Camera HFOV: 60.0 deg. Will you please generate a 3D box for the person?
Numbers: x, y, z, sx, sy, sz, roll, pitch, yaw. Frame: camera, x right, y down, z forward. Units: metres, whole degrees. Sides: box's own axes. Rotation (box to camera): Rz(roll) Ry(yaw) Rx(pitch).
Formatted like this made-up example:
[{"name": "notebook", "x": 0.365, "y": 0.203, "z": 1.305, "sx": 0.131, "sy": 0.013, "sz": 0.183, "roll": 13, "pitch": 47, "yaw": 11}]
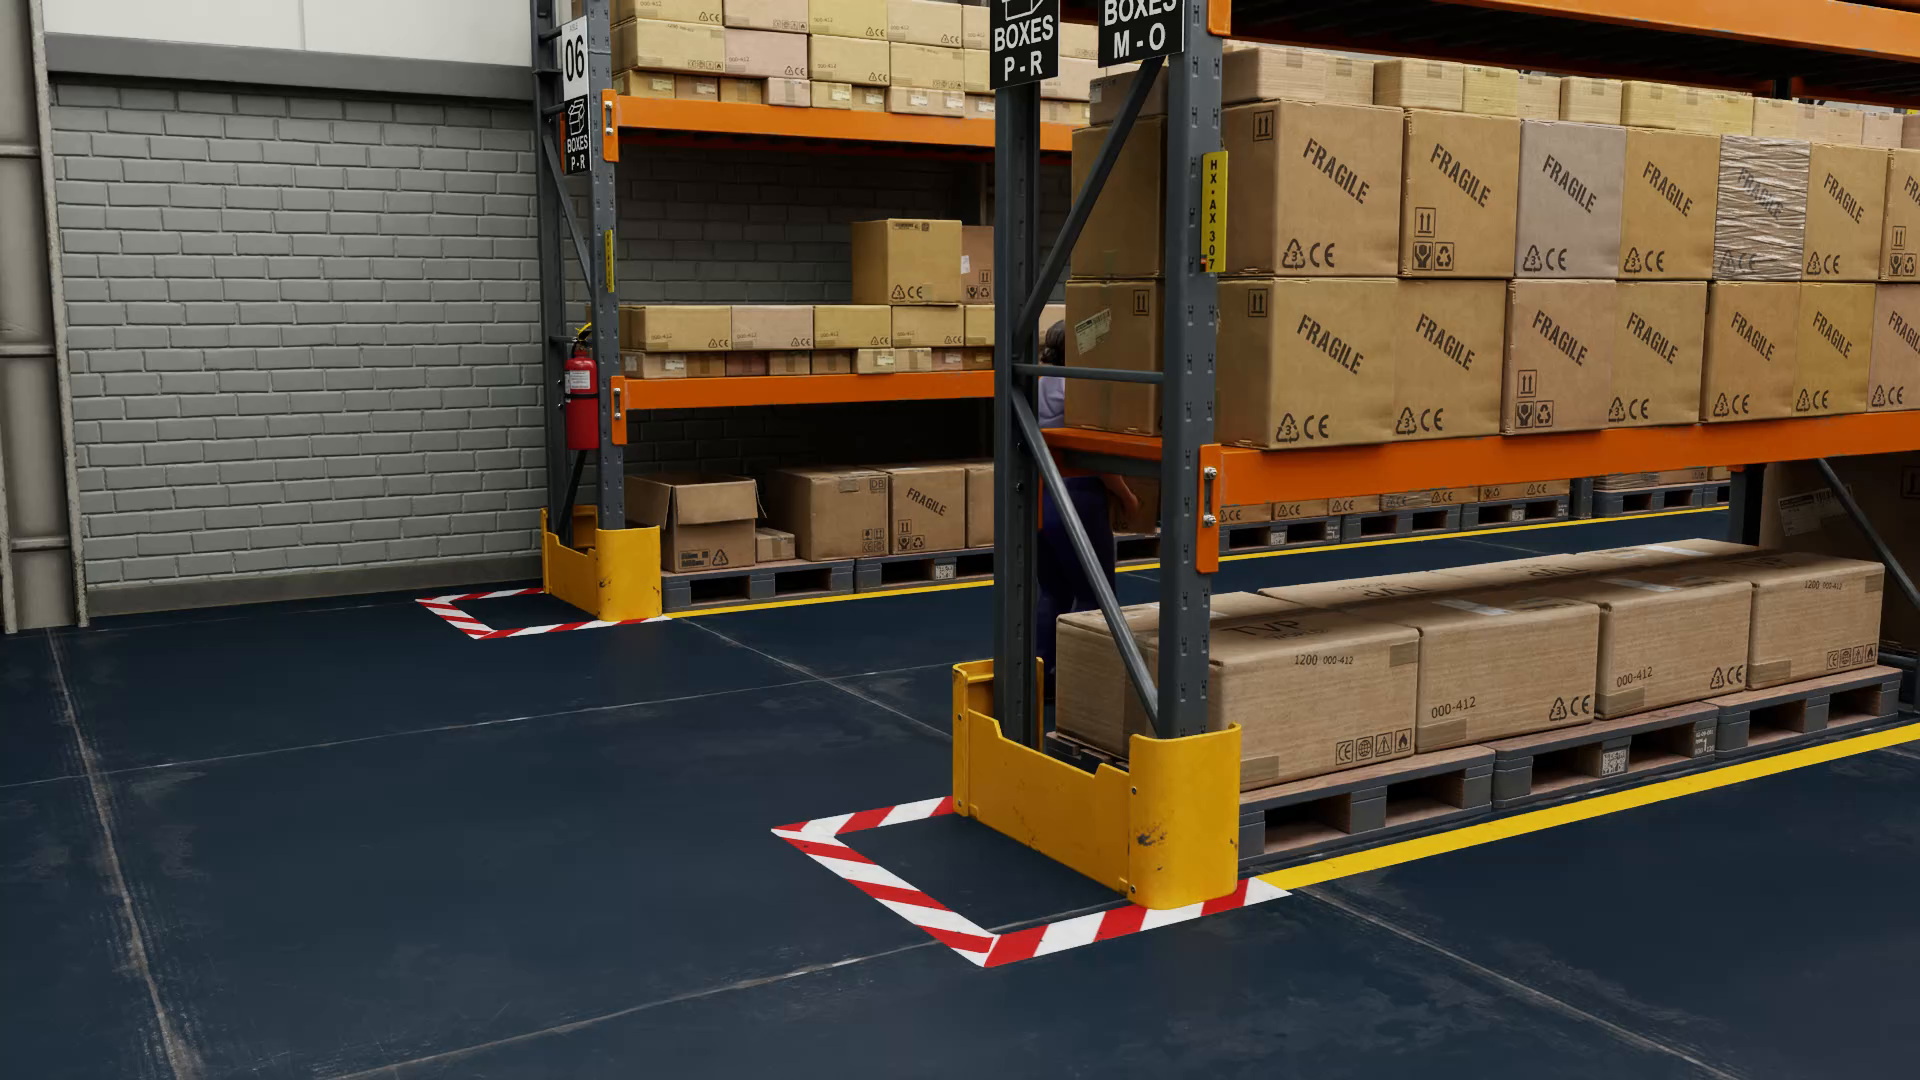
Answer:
[{"name": "person", "x": 0.504, "y": -0.105, "z": 7.064, "sx": 0.463, "sy": 1.655, "sz": 0.494, "roll": -5, "pitch": 10, "yaw": -31}]
